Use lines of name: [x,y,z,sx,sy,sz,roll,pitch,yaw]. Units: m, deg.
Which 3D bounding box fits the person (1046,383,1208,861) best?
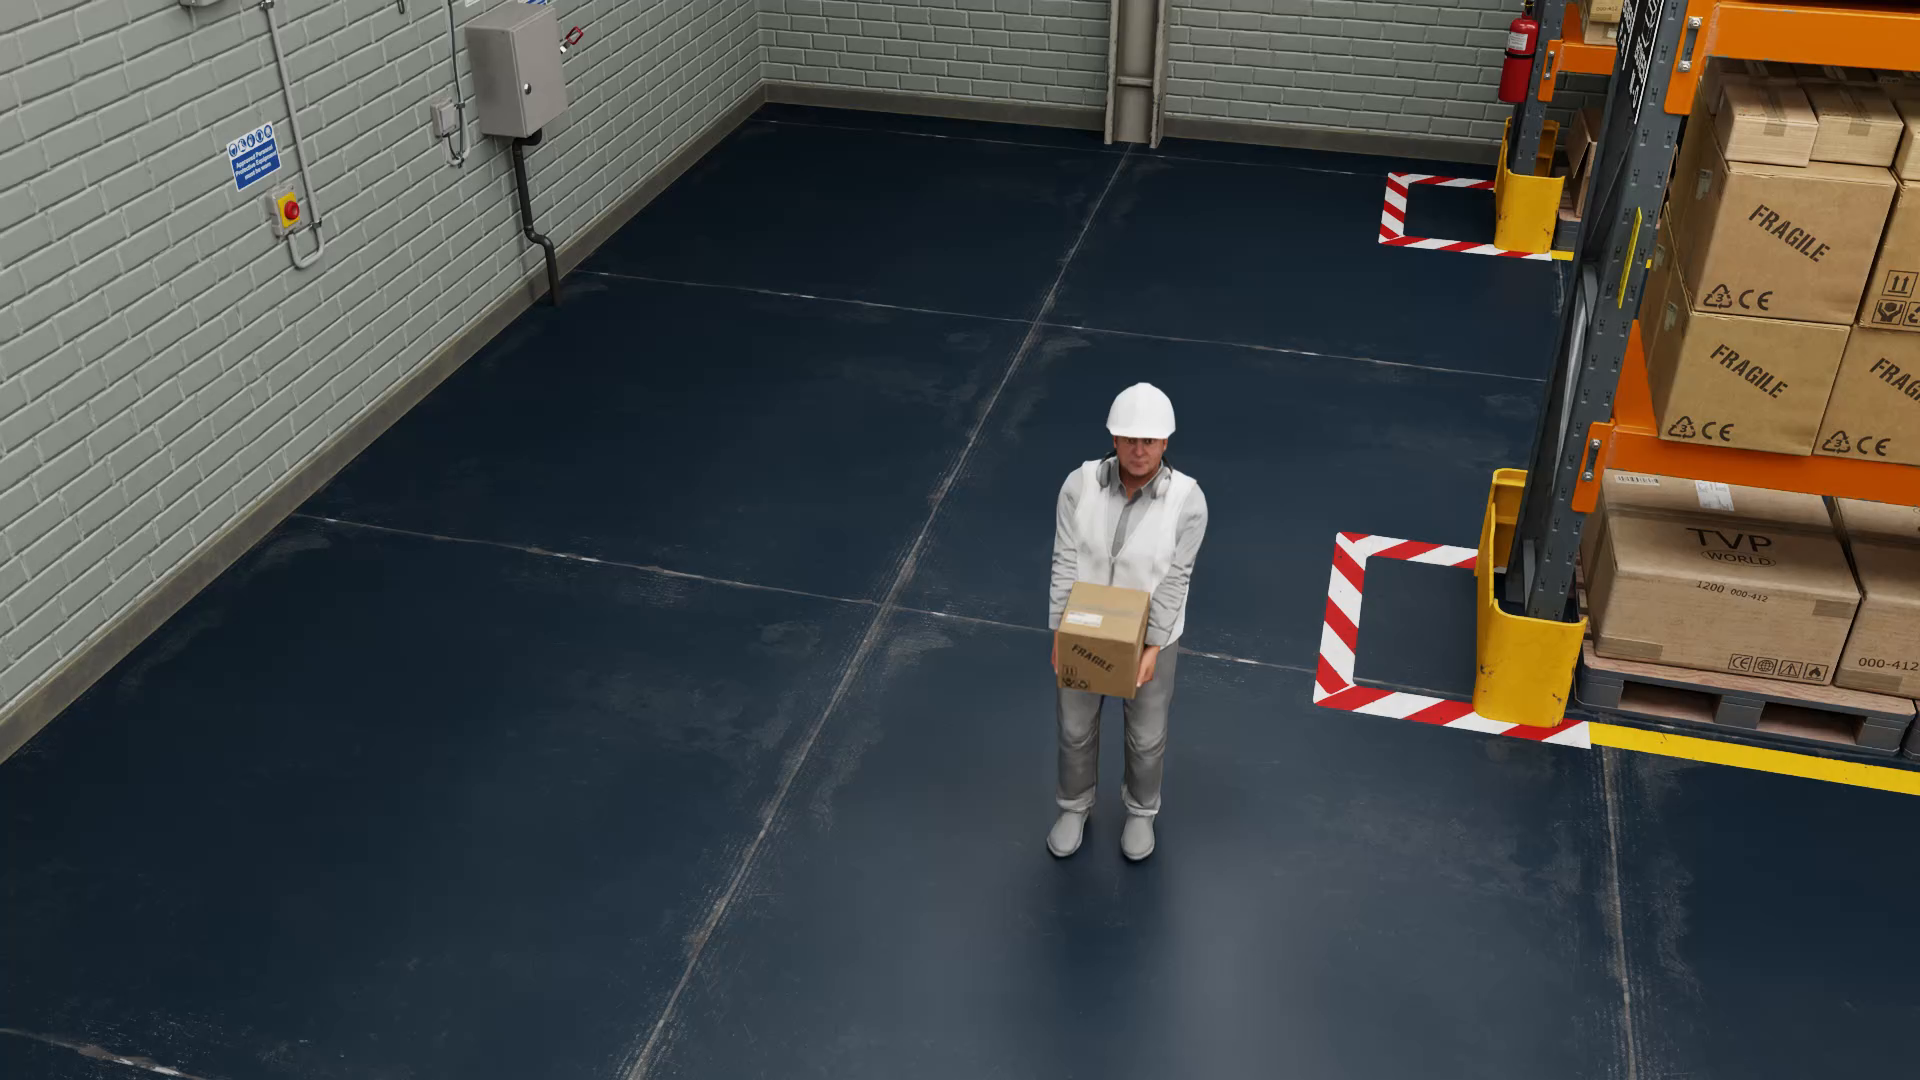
person: [0.532,0.344,5.586,0.494,1.762,0.554,8,34,13]
